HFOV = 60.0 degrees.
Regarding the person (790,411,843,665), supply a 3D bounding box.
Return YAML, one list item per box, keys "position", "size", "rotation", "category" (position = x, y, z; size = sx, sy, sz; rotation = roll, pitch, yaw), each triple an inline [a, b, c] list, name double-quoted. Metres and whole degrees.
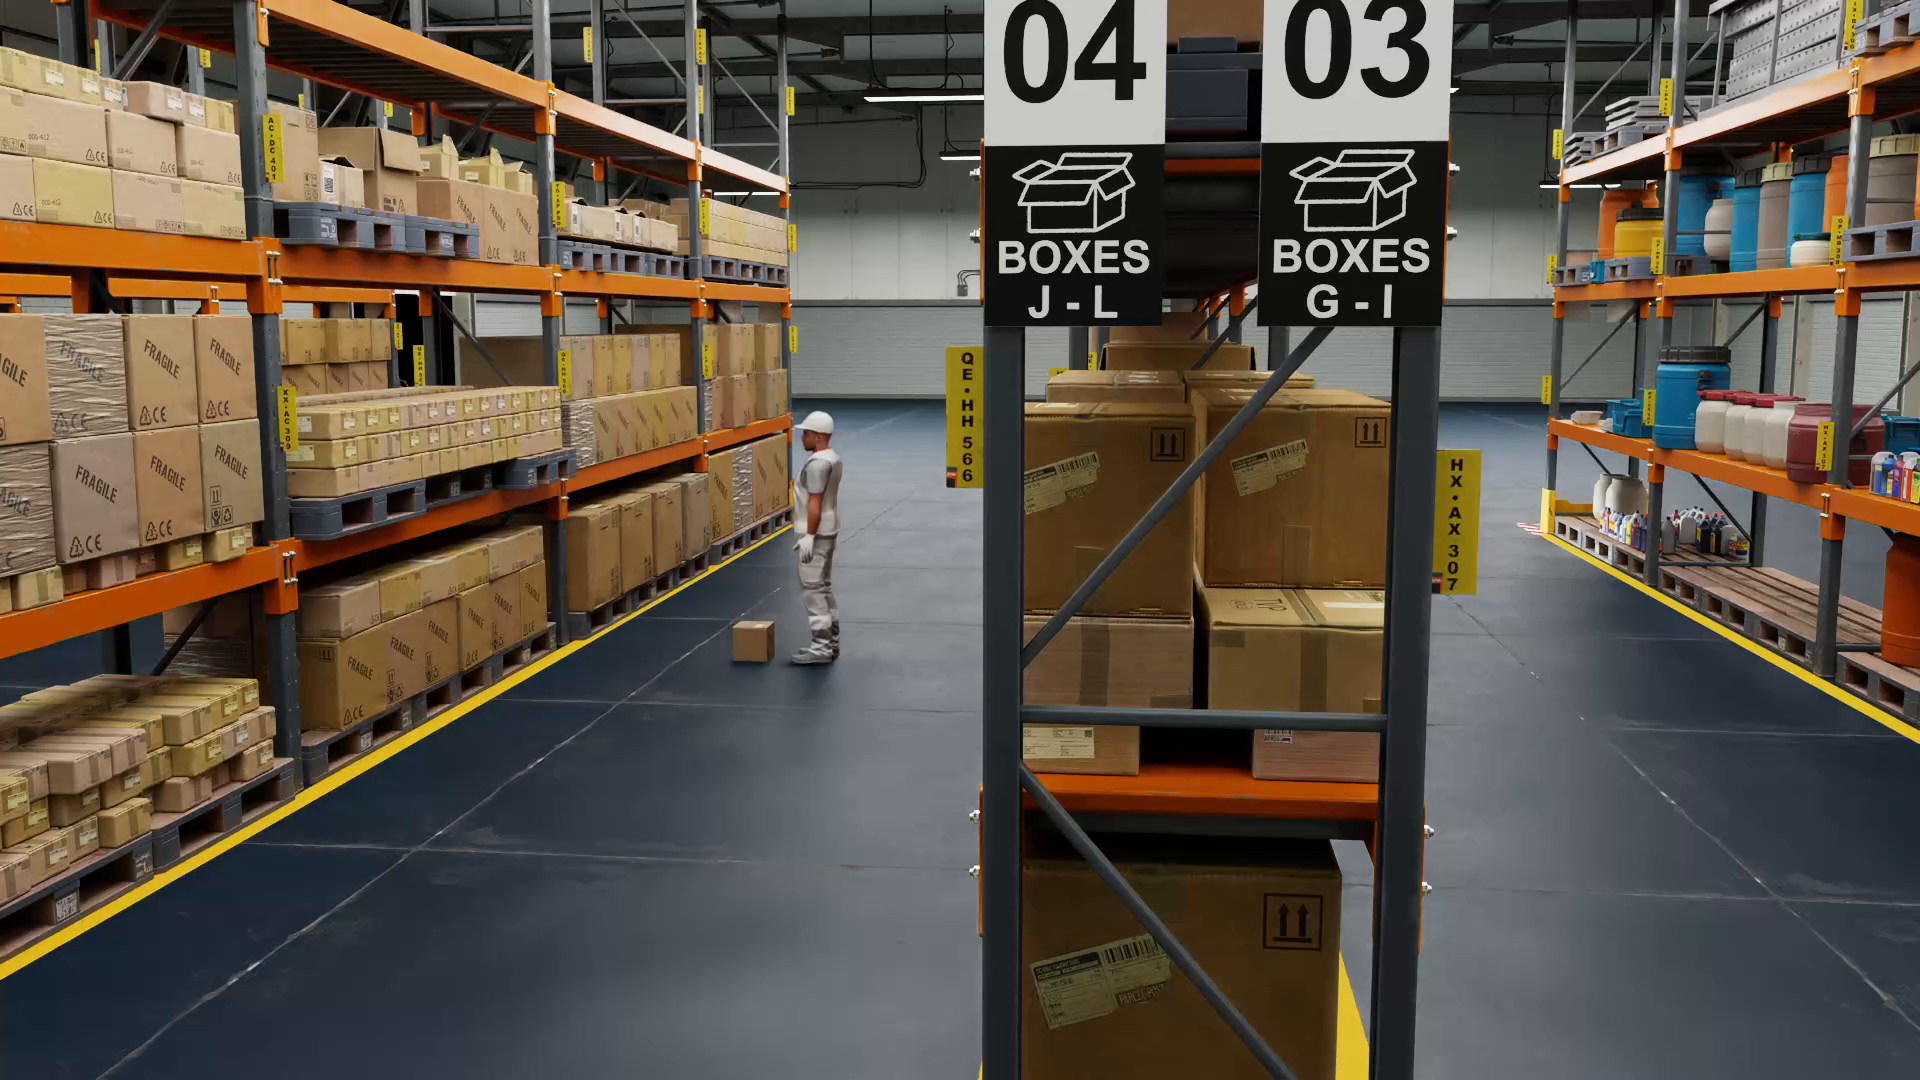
- position: [-1.023, -0.020, 11.846]
  size: [0.346, 1.787, 0.523]
  rotation: [1, 8, 8]
  category: "person"
